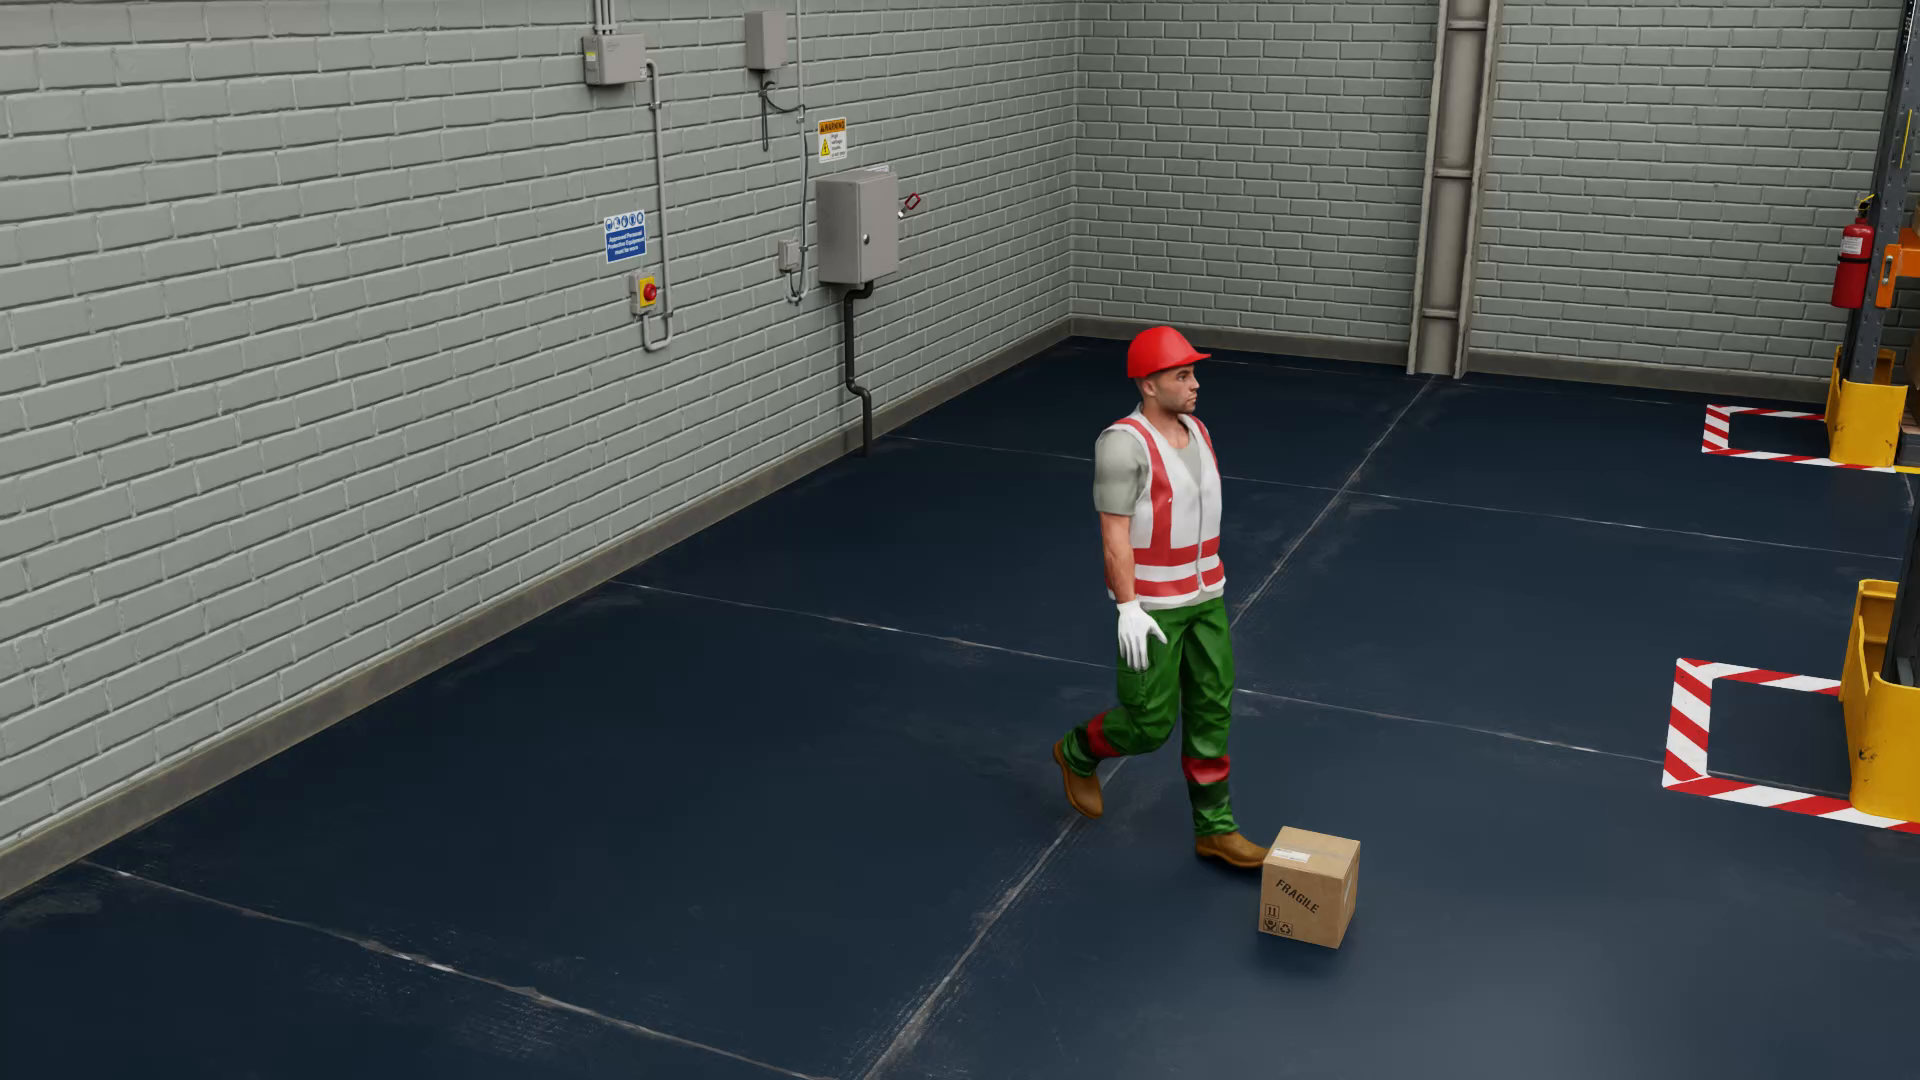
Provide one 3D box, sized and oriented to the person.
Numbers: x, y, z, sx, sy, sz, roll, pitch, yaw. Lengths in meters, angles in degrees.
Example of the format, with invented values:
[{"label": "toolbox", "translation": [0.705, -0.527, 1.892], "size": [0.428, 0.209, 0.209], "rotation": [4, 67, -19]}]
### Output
[{"label": "person", "translation": [0.687, 0.205, 5.401], "size": [0.579, 1.780, 0.782], "rotation": [-16, 24, -38]}]
